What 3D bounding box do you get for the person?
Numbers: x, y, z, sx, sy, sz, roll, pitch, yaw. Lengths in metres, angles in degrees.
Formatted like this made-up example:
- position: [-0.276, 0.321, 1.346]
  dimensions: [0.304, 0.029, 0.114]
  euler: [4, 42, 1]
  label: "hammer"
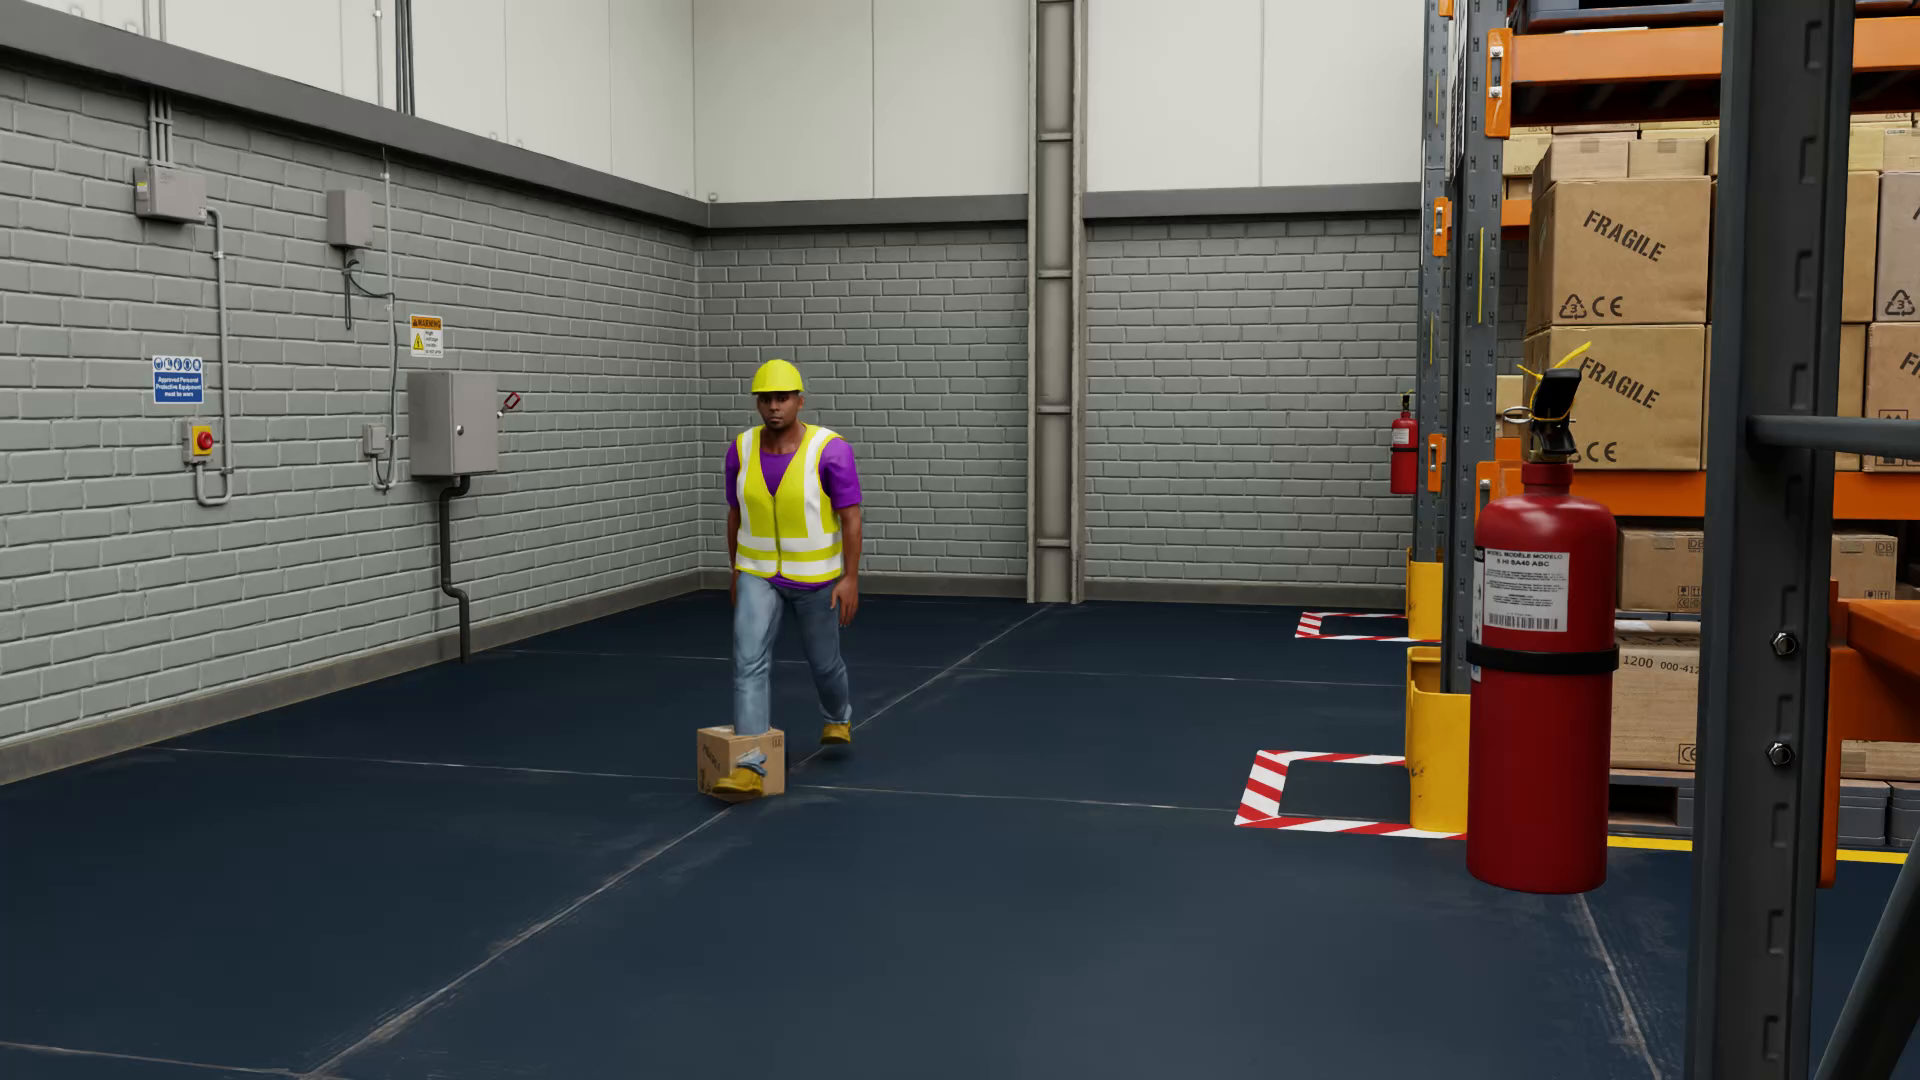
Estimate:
- position: [-0.673, 0.130, 6.707]
  dimensions: [0.587, 1.702, 1.132]
  euler: [1, 5, 7]
  label: "person"
